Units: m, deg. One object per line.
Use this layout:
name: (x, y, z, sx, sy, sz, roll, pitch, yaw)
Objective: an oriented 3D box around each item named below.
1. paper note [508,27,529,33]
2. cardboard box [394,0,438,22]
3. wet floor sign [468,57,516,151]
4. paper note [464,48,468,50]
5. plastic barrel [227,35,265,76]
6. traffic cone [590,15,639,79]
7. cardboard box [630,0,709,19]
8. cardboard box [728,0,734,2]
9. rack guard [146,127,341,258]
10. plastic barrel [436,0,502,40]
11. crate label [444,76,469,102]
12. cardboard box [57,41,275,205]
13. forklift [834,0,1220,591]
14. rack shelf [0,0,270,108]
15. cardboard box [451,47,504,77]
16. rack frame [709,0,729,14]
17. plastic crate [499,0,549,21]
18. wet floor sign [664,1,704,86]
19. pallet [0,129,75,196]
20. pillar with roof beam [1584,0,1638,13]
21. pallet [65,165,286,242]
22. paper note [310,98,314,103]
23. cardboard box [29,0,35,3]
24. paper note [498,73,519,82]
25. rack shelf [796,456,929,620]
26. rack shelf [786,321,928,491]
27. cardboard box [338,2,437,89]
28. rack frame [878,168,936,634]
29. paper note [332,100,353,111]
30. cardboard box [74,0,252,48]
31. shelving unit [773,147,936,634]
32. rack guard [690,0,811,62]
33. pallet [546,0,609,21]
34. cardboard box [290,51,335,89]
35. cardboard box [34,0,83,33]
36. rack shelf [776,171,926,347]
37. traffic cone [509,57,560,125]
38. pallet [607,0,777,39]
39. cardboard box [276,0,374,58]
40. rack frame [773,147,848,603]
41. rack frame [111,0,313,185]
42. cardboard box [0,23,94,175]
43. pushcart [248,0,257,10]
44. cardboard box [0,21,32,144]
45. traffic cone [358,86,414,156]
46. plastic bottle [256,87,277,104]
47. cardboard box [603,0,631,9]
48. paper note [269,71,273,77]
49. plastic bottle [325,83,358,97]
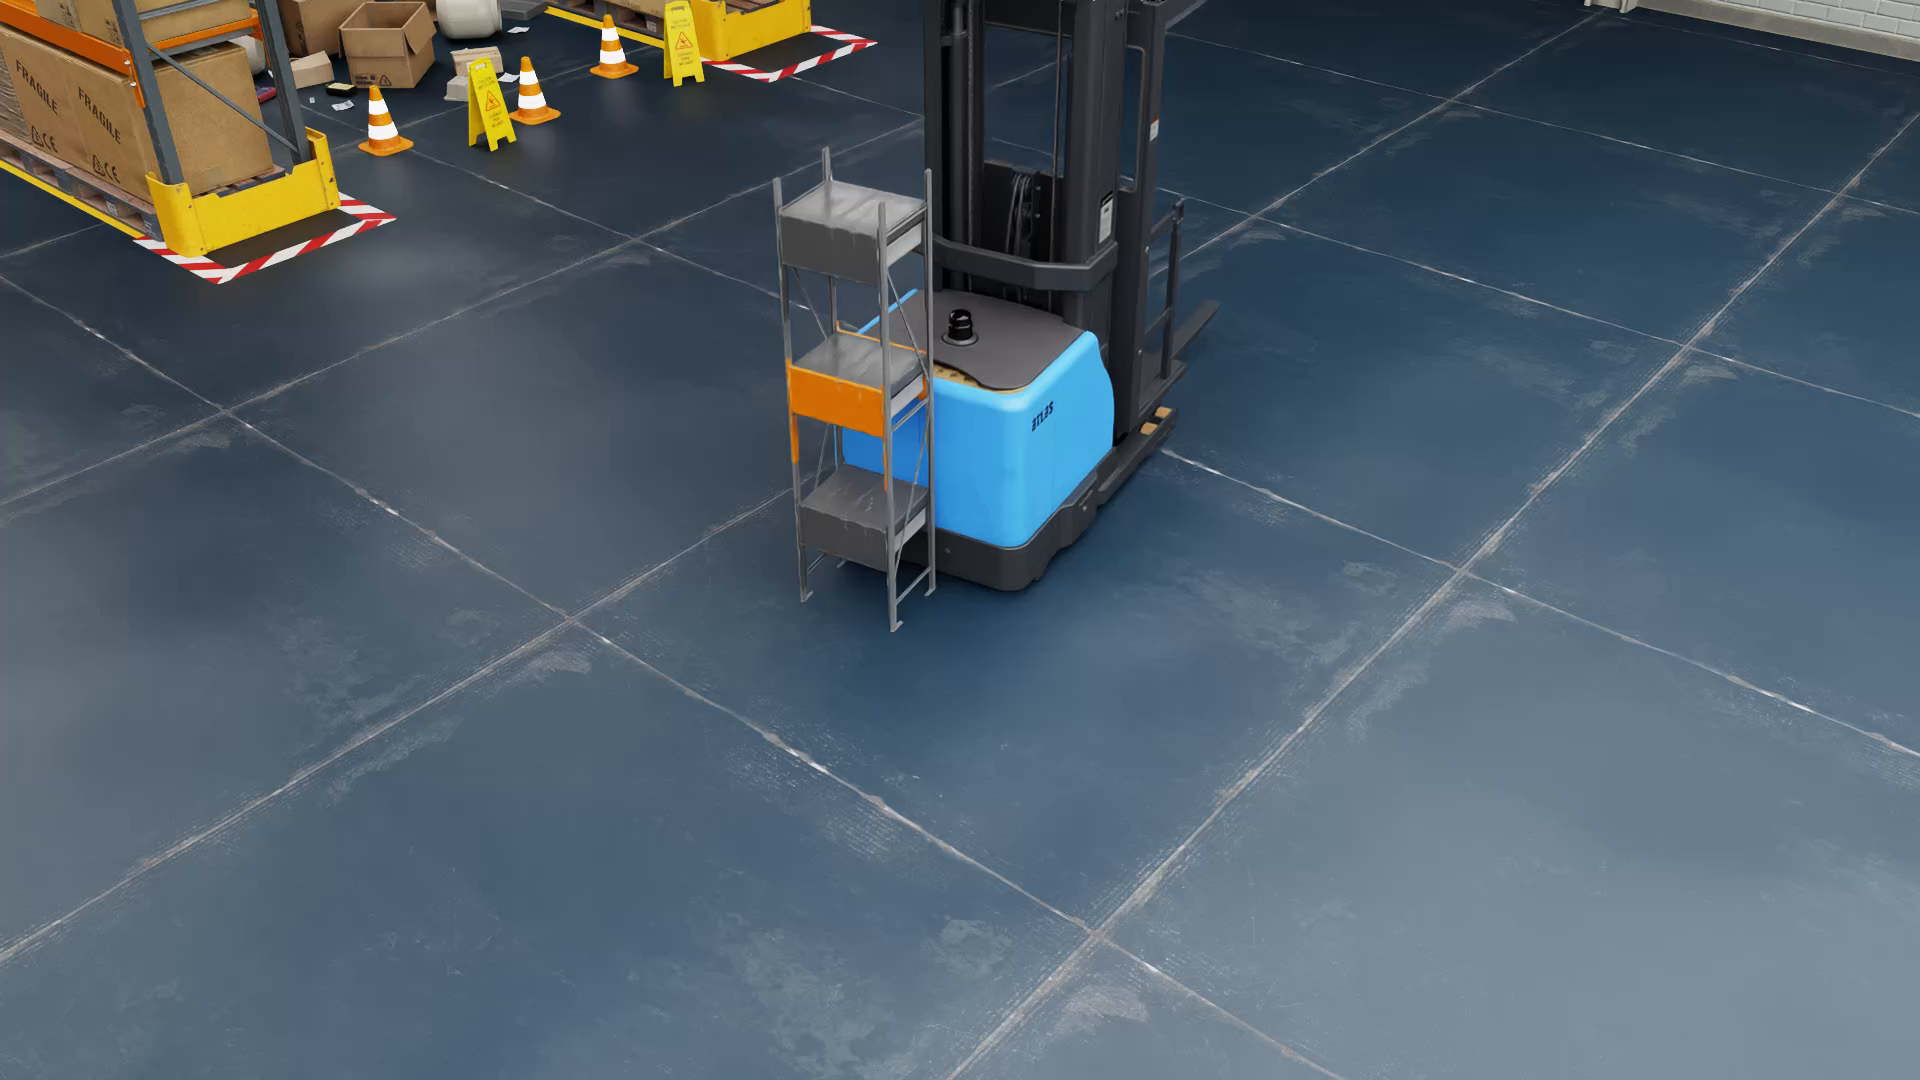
paper note: (-3.948, -4.570, 14.878, 0.148, 0.019, 0.142, 12, 36, 16)
cardboard box: (-4.875, -5.035, 15.138, 0.500, 0.500, 0.500, -6, 35, -8)
wet floor sign: (-3.554, -3.286, 12.465, 0.232, 0.644, 0.267, 18, 38, 24)
paper note: (-4.311, -4.216, 14.373, 0.148, 0.019, 0.142, -18, 38, -25)
plastic barrel: (-6.064, -4.049, 13.772, 0.512, 0.421, 0.421, -6, 35, -8)
traffic cone: (-2.910, -4.144, 13.876, 0.334, 0.463, 0.336, 25, 42, 32)
cardboard box: (-2.566, -4.820, 14.676, 0.500, 0.250, 0.500, 25, 42, 32)
cardboard box: (-2.197, -5.048, 15.009, 0.500, 0.250, 0.500, 25, 42, 31)
rack guard: (-4.825, -2.366, 11.254, 0.348, 0.500, 1.175, 25, 42, 32)
plastic barrel: (-4.310, -4.623, 14.608, 0.512, 0.421, 0.421, -6, 35, -8)
crate label: (-4.003, -3.662, 13.461, 0.298, 0.136, 0.250, 6, 35, 8)
cardboard box: (-5.407, -2.920, 11.358, 0.875, 0.875, 0.875, 26, 42, 32)
forklift: (0.535, -1.783, 8.257, 1.130, 2.935, 3.031, 17, 38, 23)
rack shelf: (-6.381, -3.833, 11.818, 4.000, 0.370, 1.077, 25, 42, 32)
cardboard box: (-4.053, -4.016, 13.967, 0.380, 0.149, 0.250, -12, 36, -17)
rack frame: (-1.754, -5.596, 13.748, 0.127, 3.000, 1.000, 25, 42, 32)
plastic crate: (-4.146, -4.916, 15.337, 0.583, 0.080, 0.402, 12, 36, 16)
wet floor sign: (-2.293, -4.091, 13.637, 0.267, 0.644, 0.232, -18, 38, -25)
pallet: (-6.442, -2.954, 12.364, 1.213, 0.211, 1.003, 25, 42, 32)
pillar with roof beam: (3.317, -6.828, 10.243, 0.400, 9.000, 9.100, 25, 42, 32)
pallet: (-5.508, -2.512, 11.721, 1.213, 0.211, 1.003, 25, 42, 32)
paper note: (-5.222, -3.545, 13.403, 0.032, 0.001, 0.123, -12, 36, -17)
cardboard box: (-5.944, -4.029, 11.335, 0.550, 0.550, 0.875, 25, 42, 32)
paper note: (-3.754, -3.848, 13.826, 0.142, 0.019, 0.148, 12, 36, 16)
rack shelf: (-0.432, -0.015, 7.677, 0.480, 0.518, 0.431, 17, 38, 23)
rack shelf: (-0.432, -0.592, 7.281, 0.480, 0.518, 0.431, 17, 38, 23)
cardboard box: (-4.724, -4.101, 13.778, 0.637, 0.503, 0.797, 0, 34, 0)
rack frame: (-0.217, -0.537, 7.177, 0.015, 2.100, 0.400, 17, 38, 23)
paper note: (-4.930, -3.472, 13.281, 0.144, 0.017, 0.142, -18, 38, -25)
cardboard box: (-5.158, -3.582, 10.684, 0.550, 0.550, 0.875, 25, 42, 32)
shelving unit: (-0.432, -0.603, 7.273, 0.503, 2.100, 0.431, 17, 38, 23)
rack guard: (-1.813, -4.593, 14.496, 0.348, 0.500, 1.175, 25, 42, 32)
pallet: (-3.348, -5.225, 15.672, 1.213, 0.211, 1.003, 25, 42, 32)
cardboard box: (-5.418, -3.906, 13.703, 0.396, 0.266, 0.258, -26, 42, -32)
cardboard box: (-5.594, -3.772, 10.960, 0.550, 0.550, 0.875, 25, 42, 32)
rack shelf: (-0.432, -1.169, 6.885, 0.480, 0.518, 0.431, 17, 38, 23)
traffic cone: (-3.359, -3.538, 12.994, 0.334, 0.463, 0.336, 25, 42, 32)
pallet: (-2.414, -4.783, 15.029, 1.213, 0.211, 1.003, 25, 42, 32)
cardboard box: (-5.448, -4.492, 14.227, 0.503, 0.637, 0.797, 25, 42, 32)
rack frame: (-0.646, -0.669, 7.369, 0.015, 2.100, 0.400, 17, 38, 23)
rack frame: (-4.844, -3.405, 10.559, 0.127, 3.000, 1.000, 25, 42, 32)
cardboard box: (-6.085, -3.237, 11.820, 0.875, 0.875, 0.875, 25, 41, 31)
pushcart: (-6.249, -4.953, 15.130, 0.936, 0.377, 1.648, 12, 36, 16)
cardboard box: (-6.784, -3.568, 12.302, 0.875, 0.875, 0.875, 26, 42, 32)
traffic cone: (-4.343, -3.170, 12.457, 0.334, 0.463, 0.336, 25, 42, 32)
plastic bottle: (-5.623, -3.610, 13.453, 0.133, 0.061, 0.283, 12, 36, 16)
cardboard box: (-2.941, -5.002, 14.942, 0.500, 0.250, 0.500, 25, 42, 32)
paper note: (-5.703, -3.931, 13.955, 0.172, 0.023, 0.155, -18, 38, -25)
plastic bottle: (-5.062, -3.668, 13.538, 0.283, 0.061, 0.133, 12, 36, 16)
